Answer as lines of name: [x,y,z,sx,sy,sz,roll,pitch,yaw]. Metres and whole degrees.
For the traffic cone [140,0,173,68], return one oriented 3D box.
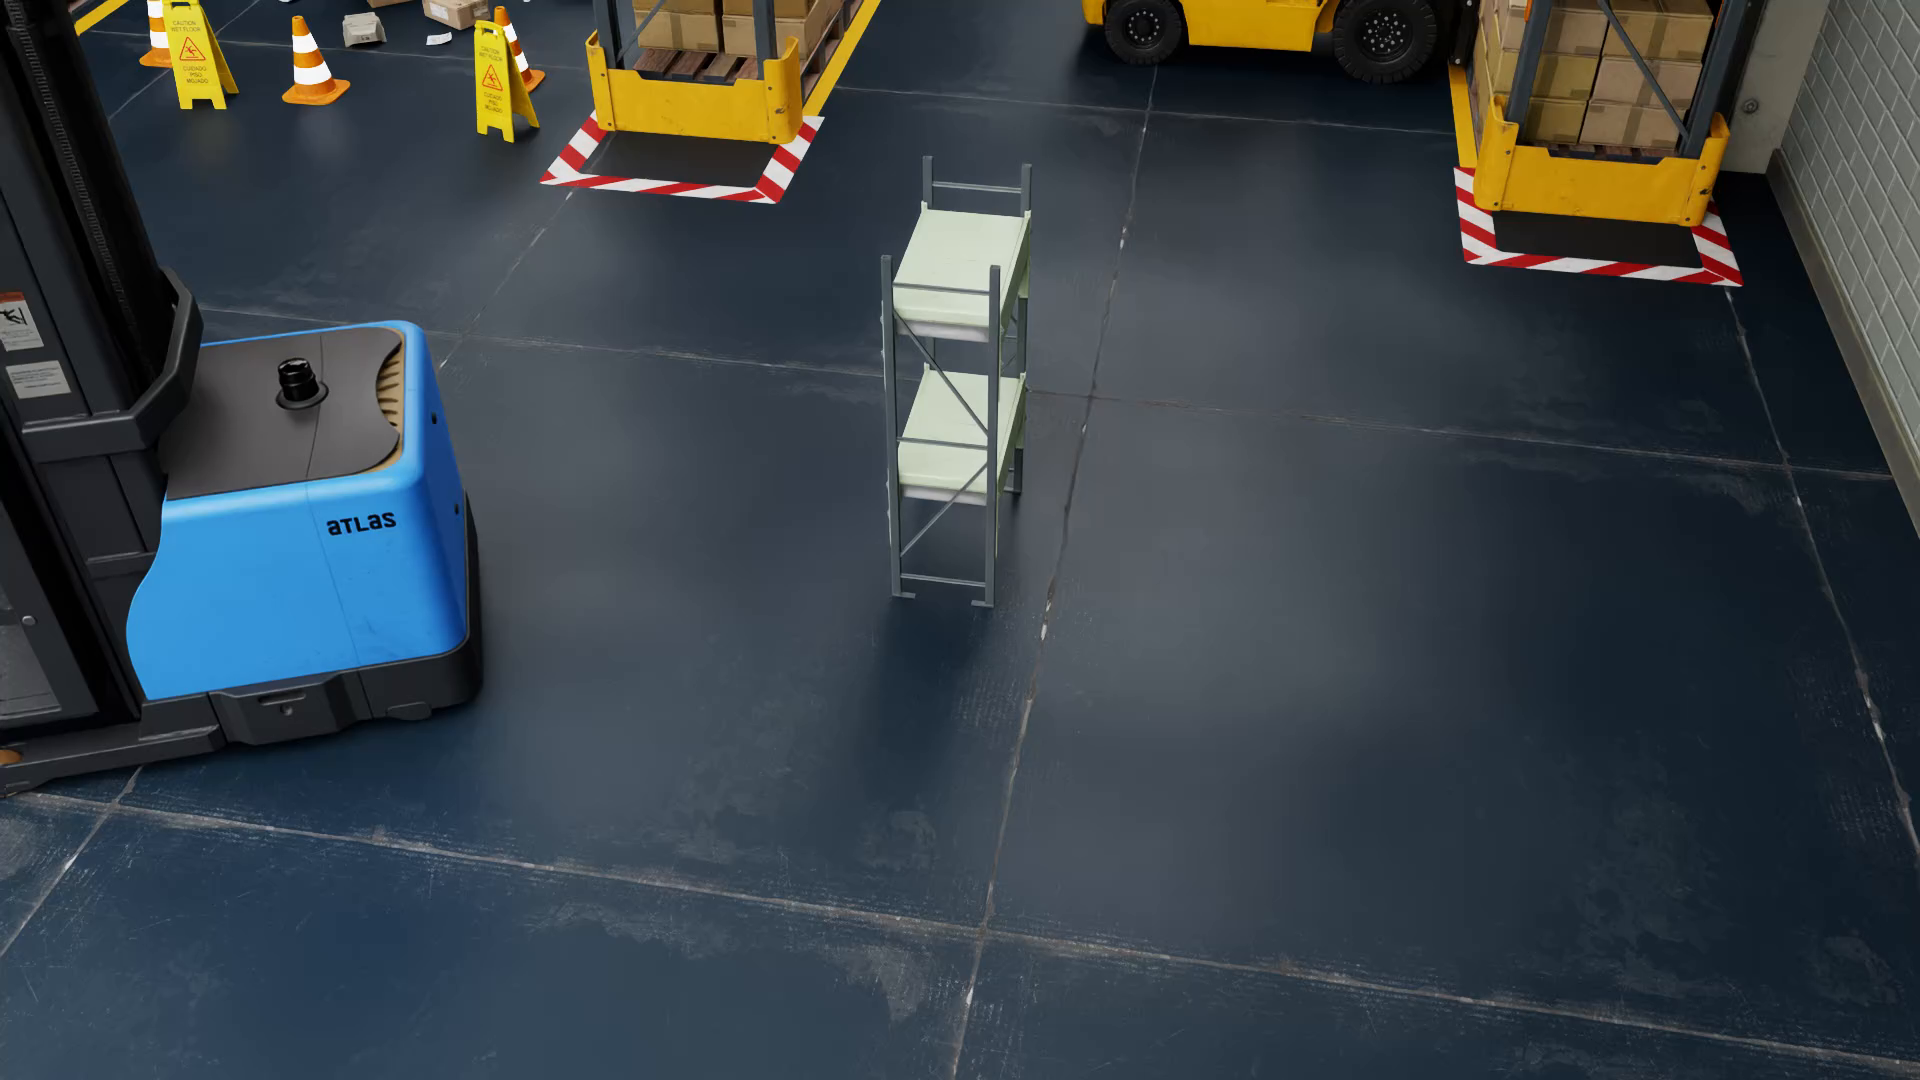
traffic cone: [-4.924,-3.210,10.270,0.336,0.463,0.334,6,40,8]

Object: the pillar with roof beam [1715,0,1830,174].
pillar with roof beam: [0.135,-6.108,7.076,9.100,9.000,0.400,6,40,8]

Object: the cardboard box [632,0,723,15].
cardboard box: [-1.640,-3.452,9.810,0.500,0.500,0.500,7,40,8]

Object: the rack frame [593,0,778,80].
rack frame: [-1.522,-3.529,8.664,1.000,3.000,0.127,6,40,8]

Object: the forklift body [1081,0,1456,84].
forklift body: [1.899,-4.048,9.958,2.313,2.155,1.214,6,40,8]

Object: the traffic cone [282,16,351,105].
traffic cone: [-3.870,-2.872,9.861,0.336,0.463,0.334,6,40,8]

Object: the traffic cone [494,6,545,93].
traffic cone: [-2.718,-2.963,9.971,0.336,0.463,0.334,6,40,8]

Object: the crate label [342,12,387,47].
crate label: [-3.795,-3.247,10.570,0.250,0.136,0.298,-13,41,-15]

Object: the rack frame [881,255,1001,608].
rack frame: [-0.064,-0.344,5.989,0.400,1.500,0.023,6,40,8]

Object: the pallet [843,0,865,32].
pallet: [-1.120,-3.771,11.146,1.003,0.211,1.213,6,40,8]

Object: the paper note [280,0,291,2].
paper note: [-4.479,-3.637,11.126,0.144,0.017,0.142,20,44,23]

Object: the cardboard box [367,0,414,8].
cardboard box: [-3.712,-3.948,11.130,0.797,0.503,0.637,-20,44,-23]

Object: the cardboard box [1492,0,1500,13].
cardboard box: [3.222,-3.116,9.208,0.500,0.250,0.500,7,40,8]

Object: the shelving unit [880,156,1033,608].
shelving unit: [-0.001,-0.574,6.267,0.431,1.500,0.755,6,40,8]

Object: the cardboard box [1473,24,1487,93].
cardboard box: [3.233,-2.727,9.522,0.500,0.250,0.500,6,40,8]

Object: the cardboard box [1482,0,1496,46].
cardboard box: [3.241,-2.932,9.378,0.500,0.250,0.500,6,40,7]

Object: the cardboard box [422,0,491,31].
cardboard box: [-3.285,-3.475,10.836,0.380,0.149,0.250,28,47,30]

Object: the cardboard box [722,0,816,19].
cardboard box: [-1.107,-3.411,9.761,0.500,0.500,0.500,5,40,6]

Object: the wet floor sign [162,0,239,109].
wet floor sign: [-4.470,-2.867,9.712,0.267,0.644,0.232,0,40,0]

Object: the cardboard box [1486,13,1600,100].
cardboard box: [3.144,-2.619,8.999,0.500,0.250,0.500,6,40,7]

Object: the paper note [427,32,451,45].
paper note: [-3.319,-3.197,10.593,0.148,0.019,0.142,-6,40,-8]

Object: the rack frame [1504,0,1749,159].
rack frame: [3.367,-2.984,8.005,1.000,3.000,0.127,6,40,8]

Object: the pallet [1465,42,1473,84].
pallet: [3.672,-3.157,10.403,1.003,0.211,1.213,6,40,8]

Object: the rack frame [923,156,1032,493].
rack frame: [0.062,-0.804,6.545,0.400,1.500,0.023,6,40,8]

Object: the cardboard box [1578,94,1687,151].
cardboard box: [3.645,-2.373,9.094,0.500,0.250,0.500,7,40,8]

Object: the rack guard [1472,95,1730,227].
rack guard: [3.363,-2.005,8.783,1.175,0.500,0.348,6,40,8]

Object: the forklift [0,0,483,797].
forklift: [-3.301,-0.595,5.169,3.031,2.935,1.130,-9,40,-11]

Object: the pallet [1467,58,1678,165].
pallet: [3.458,-2.394,9.479,1.003,0.211,1.213,6,40,8]

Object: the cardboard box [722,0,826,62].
cardboard box: [-1.110,-3.107,9.982,0.500,0.250,0.500,6,40,7]

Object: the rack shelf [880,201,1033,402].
rack shelf: [-0.001,-0.875,6.018,0.431,0.370,0.720,6,40,8]

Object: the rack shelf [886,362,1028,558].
rack shelf: [-0.001,-0.323,6.475,0.431,0.370,0.720,6,40,8]

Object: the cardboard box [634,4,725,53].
cardboard box: [-1.643,-3.183,10.074,0.500,0.250,0.500,6,40,7]

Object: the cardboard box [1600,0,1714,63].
cardboard box: [3.637,-2.752,8.768,0.500,0.250,0.500,6,40,7]

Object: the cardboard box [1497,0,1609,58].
cardboard box: [3.140,-2.795,8.820,0.500,0.250,0.500,8,40,9]

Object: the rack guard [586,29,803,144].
rack guard: [-1.509,-2.613,9.518,1.175,0.500,0.348,6,40,8]

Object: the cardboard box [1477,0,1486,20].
cardboard box: [3.310,-3.258,9.773,0.500,0.250,0.500,6,40,7]

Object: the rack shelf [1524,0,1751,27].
rack shelf: [3.713,-3.962,9.752,1.077,0.370,4.000,6,40,8]

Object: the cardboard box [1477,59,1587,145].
cardboard box: [3.137,-2.416,9.146,0.500,0.250,0.500,7,40,8]

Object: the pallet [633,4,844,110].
pallet: [-1.334,-3.008,10.222,1.003,0.211,1.213,6,40,8]

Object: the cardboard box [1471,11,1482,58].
cardboard box: [3.328,-3.040,9.901,0.500,0.250,0.500,7,40,8]

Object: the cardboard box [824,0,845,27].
cardboard box: [-1.014,-3.426,10.368,0.500,0.250,0.500,8,40,9]

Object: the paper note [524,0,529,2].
paper note: [-2.883,-3.629,11.131,0.032,0.001,0.123,6,40,8]

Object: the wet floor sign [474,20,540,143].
wet floor sign: [-2.609,-2.620,9.413,0.267,0.644,0.232,20,44,23]

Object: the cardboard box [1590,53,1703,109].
cardboard box: [3.653,-2.551,8.917,0.500,0.250,0.500,7,40,8]
